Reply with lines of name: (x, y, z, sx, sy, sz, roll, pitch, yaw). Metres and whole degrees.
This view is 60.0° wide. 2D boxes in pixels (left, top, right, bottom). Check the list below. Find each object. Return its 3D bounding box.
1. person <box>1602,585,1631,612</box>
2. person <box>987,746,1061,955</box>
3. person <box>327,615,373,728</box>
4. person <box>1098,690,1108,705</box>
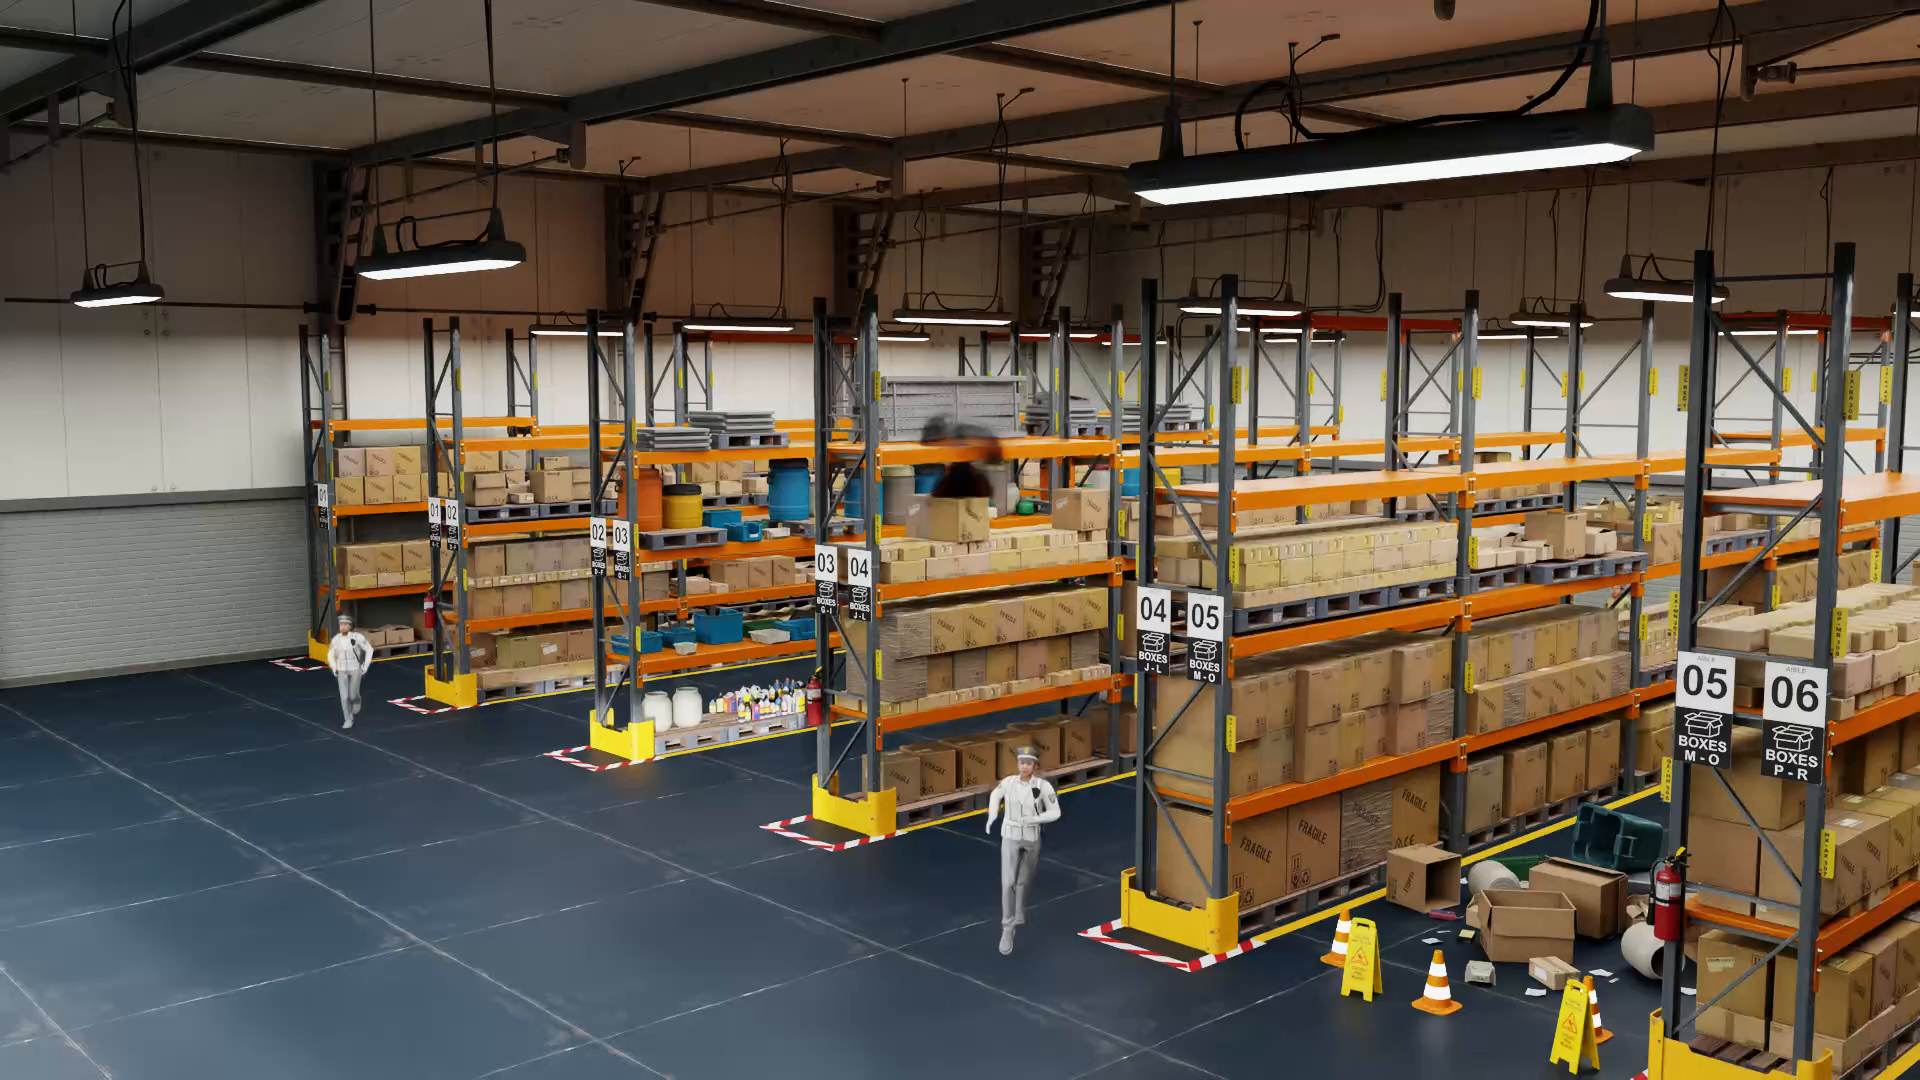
person: (11.127, 1.526, 28.118, 0.599, 1.636, 0.663, 5, 8, 42)
person: (0.557, 2.668, 14.587, 0.649, 1.745, 0.759, 0, 6, 0)
person: (-8.896, 1.903, 24.264, 0.633, 1.652, 0.596, -1, 6, -7)
person: (2.115, 1.886, 23.835, 0.647, 1.735, 0.598, 5, 8, 40)
